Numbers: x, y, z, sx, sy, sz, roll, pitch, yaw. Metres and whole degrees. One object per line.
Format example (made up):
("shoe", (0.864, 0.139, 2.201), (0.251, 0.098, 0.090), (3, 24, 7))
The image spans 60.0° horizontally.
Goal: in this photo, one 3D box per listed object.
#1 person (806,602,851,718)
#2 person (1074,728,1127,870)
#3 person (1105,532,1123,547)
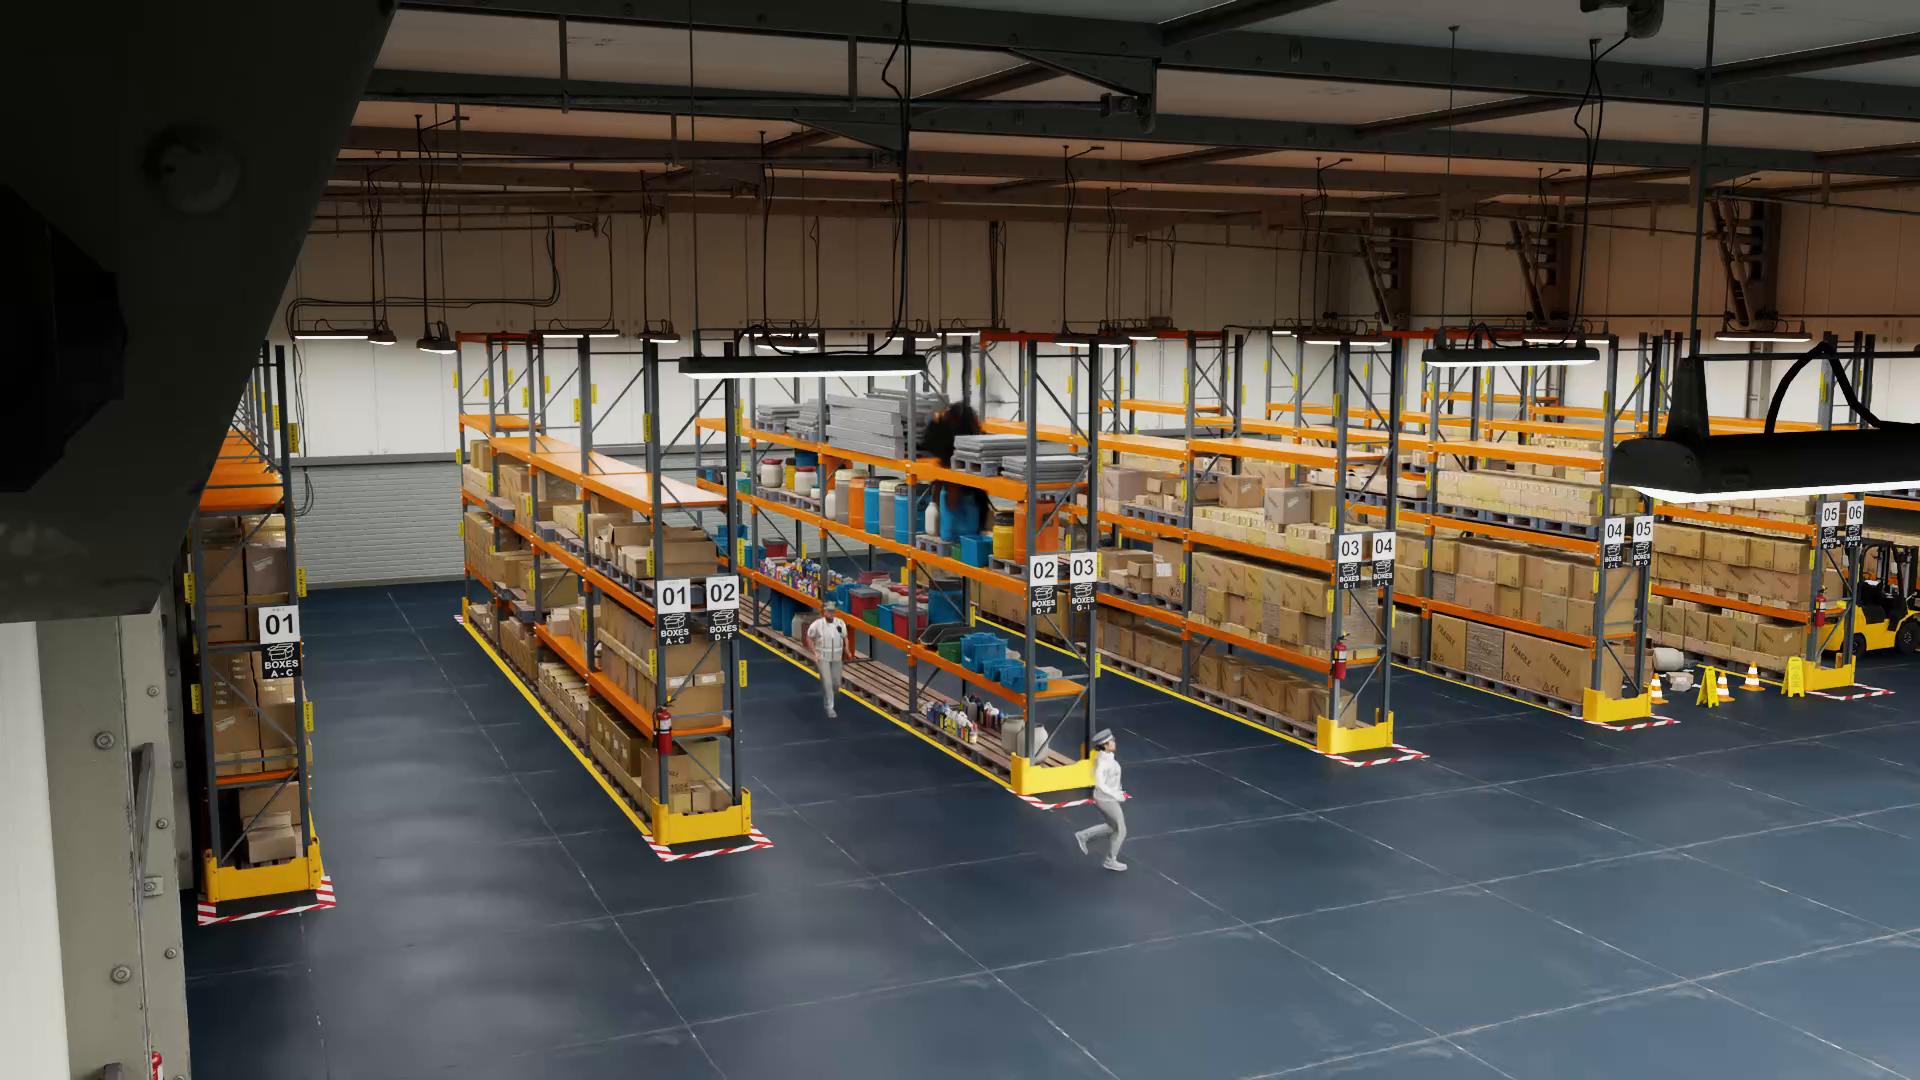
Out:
("person", (-2.005, 1.784, 25.330), (0.646, 1.759, 0.667), (-3, 8, -22))
("person", (1.643, 2.971, 19.024), (0.567, 1.665, 0.613), (0, 8, 0))
("person", (3.923, -0.098, 42.035), (0.539, 1.529, 0.549), (2, 8, 16))
